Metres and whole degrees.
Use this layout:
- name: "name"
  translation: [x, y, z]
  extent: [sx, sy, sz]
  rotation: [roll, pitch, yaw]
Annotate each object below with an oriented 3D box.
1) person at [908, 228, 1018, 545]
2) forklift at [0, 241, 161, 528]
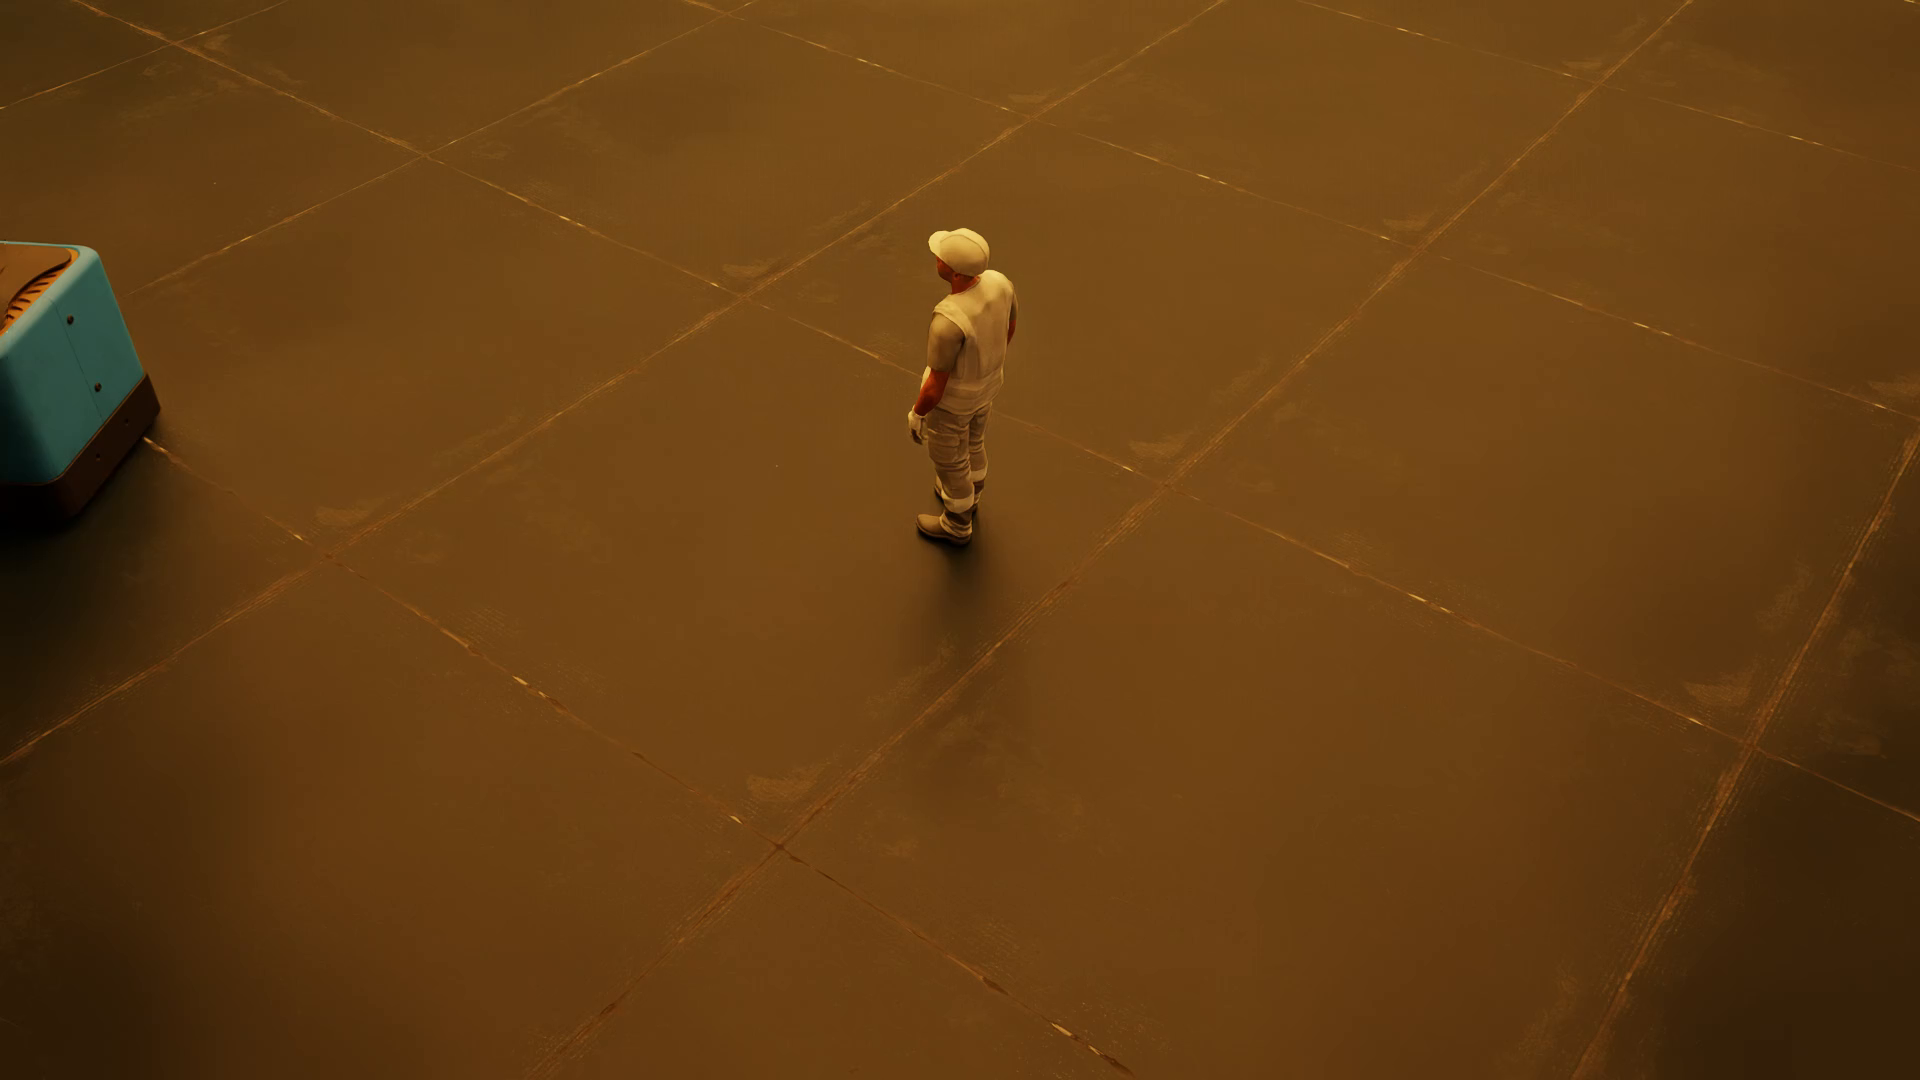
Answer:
- name: "person"
  translation: [-0.056, -0.724, 7.793]
  extent: [0.564, 1.787, 0.637]
  rotation: [26, 47, 28]
- name: "forklift"
  translation: [-5.900, -1.583, 7.931]
  extent: [3.031, 2.935, 1.130]
  rotation: [4, 41, 5]
